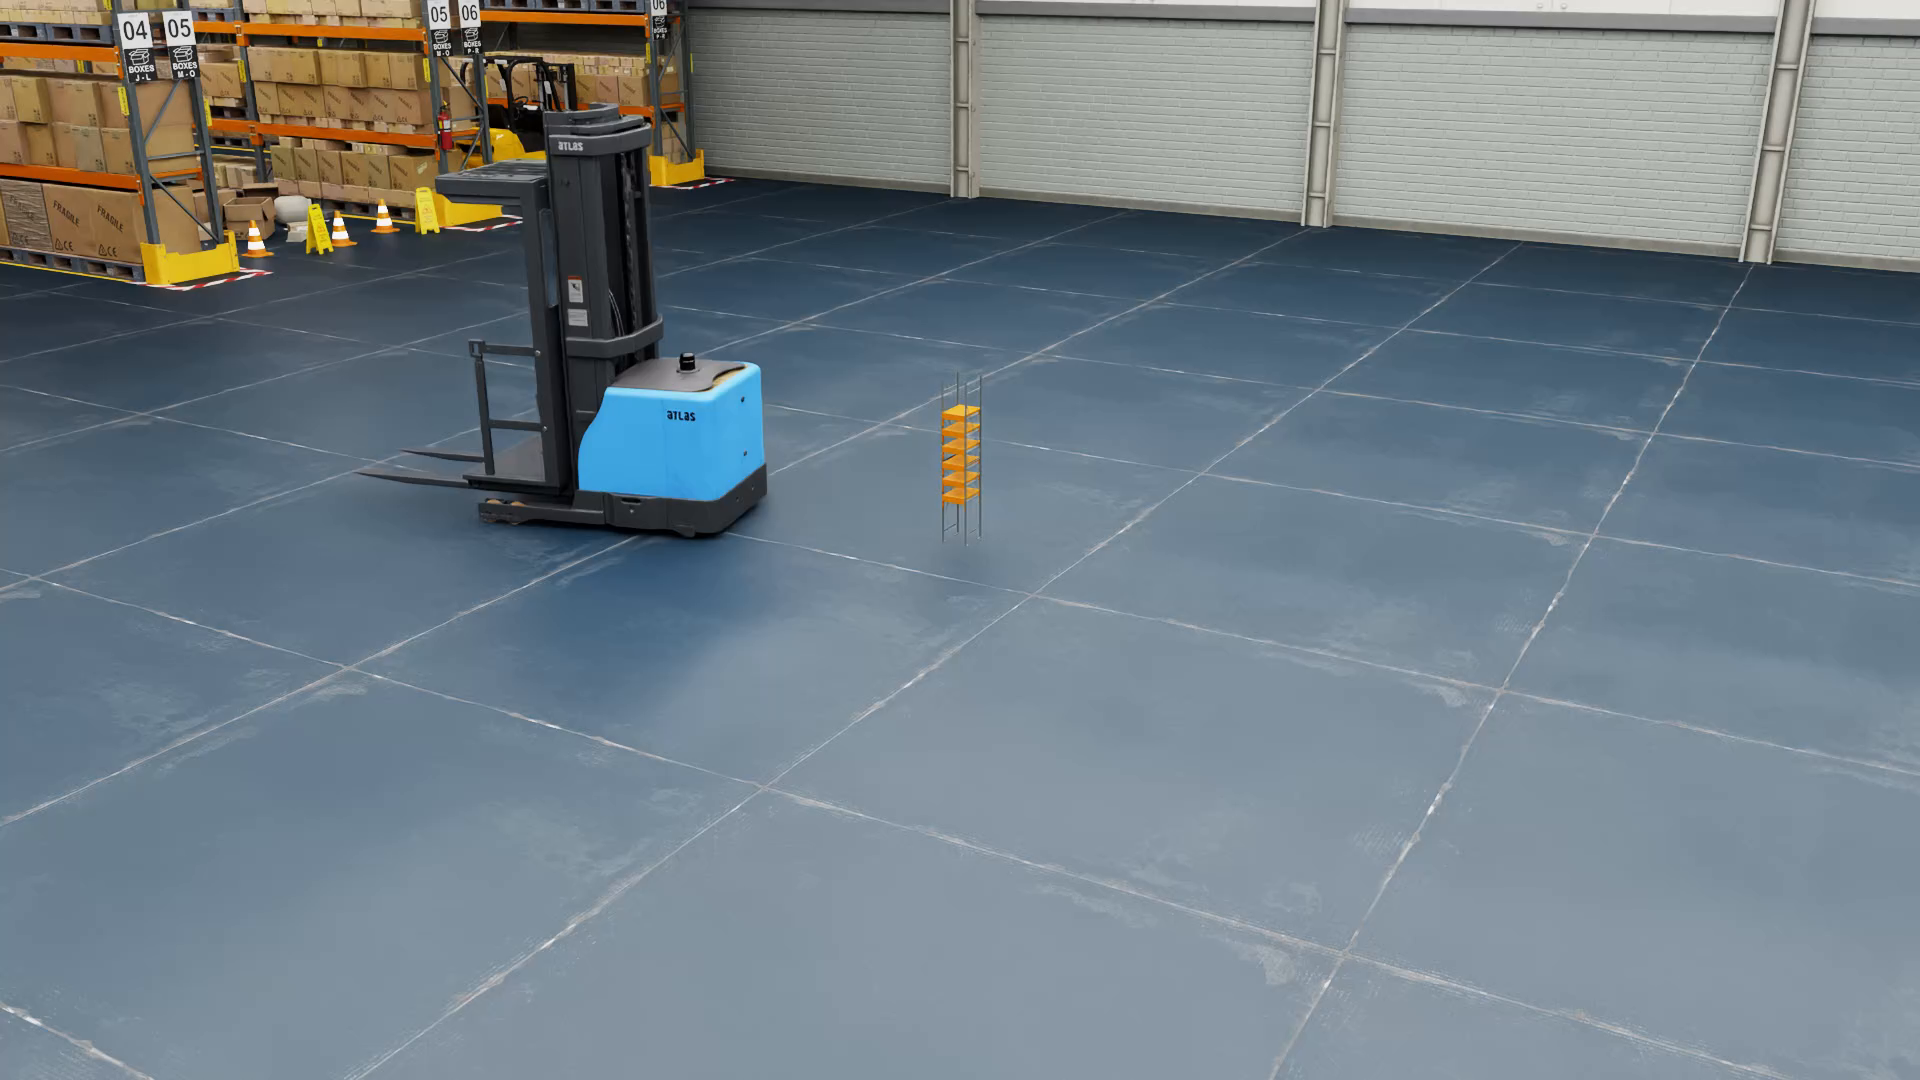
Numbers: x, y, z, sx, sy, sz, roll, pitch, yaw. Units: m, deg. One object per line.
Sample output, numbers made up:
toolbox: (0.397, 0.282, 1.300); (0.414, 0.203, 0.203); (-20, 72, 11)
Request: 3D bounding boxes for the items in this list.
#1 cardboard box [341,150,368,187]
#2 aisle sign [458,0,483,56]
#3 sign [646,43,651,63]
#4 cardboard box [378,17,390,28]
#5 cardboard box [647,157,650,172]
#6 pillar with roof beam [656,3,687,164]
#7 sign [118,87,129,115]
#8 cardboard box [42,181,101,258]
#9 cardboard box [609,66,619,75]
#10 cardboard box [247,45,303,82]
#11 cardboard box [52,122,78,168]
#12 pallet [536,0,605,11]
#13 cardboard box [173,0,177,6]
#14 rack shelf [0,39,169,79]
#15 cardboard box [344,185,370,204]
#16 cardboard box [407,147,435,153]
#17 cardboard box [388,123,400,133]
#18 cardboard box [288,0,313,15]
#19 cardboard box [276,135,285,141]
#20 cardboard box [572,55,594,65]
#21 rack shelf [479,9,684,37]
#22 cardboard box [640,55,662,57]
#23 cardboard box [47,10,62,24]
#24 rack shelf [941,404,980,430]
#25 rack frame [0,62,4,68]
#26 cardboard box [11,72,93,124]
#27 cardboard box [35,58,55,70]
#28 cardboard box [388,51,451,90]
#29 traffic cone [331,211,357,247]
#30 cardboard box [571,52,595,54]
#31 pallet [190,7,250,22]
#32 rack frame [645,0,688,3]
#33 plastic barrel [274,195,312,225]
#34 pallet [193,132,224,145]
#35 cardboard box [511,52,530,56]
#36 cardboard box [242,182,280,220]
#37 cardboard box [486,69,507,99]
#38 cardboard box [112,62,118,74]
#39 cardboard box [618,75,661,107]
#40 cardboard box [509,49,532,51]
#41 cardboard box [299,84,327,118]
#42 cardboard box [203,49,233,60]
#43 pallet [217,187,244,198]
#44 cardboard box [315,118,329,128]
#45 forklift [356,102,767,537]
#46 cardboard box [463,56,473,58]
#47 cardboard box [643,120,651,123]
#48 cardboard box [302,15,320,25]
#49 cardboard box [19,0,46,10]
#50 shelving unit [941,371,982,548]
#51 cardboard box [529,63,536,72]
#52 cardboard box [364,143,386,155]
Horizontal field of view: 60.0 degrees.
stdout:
cardboard box: (-9.122, -5.728, 25.574); (0.500, 0.500, 0.500); (10, 22, 26)
aisle sign: (-7.195, -7.547, 24.460); (0.004, 0.787, 0.394); (11, 23, 27)
sign: (-5.260, -8.218, 28.076); (0.005, 0.325, 0.100); (11, 23, 27)
cardboard box: (-8.297, -7.597, 24.380); (0.250, 0.149, 0.380); (12, 23, 29)
cardboard box: (-5.548, -6.611, 29.106); (0.500, 0.250, 0.500); (11, 23, 28)
pillar with roof beam: (-7.251, -9.644, 25.256); (0.400, 9.000, 9.100); (11, 23, 27)
sign: (-10.003, -5.249, 19.892); (0.005, 0.325, 0.100); (11, 23, 27)
cardboard box: (-11.120, -4.190, 21.518); (0.875, 0.875, 0.875); (10, 22, 26)
cardboard box: (-5.857, -8.143, 28.816); (0.250, 0.149, 0.380); (11, 23, 28)
cardboard box: (-10.614, -7.428, 25.894); (0.500, 0.500, 0.700); (11, 22, 27)
cardboard box: (-10.991, -5.087, 21.270); (0.550, 0.550, 0.875); (11, 23, 27)
pallet: (-6.657, -9.418, 29.160); (1.213, 0.211, 1.003); (11, 23, 27)
cardboard box: (-12.357, -8.670, 26.574); (0.500, 0.250, 0.500); (11, 23, 28)
rack shelf: (-11.473, -6.157, 21.097); (4.000, 0.370, 1.077); (11, 23, 27)
cardboard box: (-9.146, -5.376, 25.704); (0.500, 0.250, 0.500); (10, 22, 25)
cardboard box: (-8.450, -5.807, 25.790); (0.500, 0.500, 0.500); (10, 22, 25)
cardboard box: (-8.320, -6.182, 24.877); (0.250, 0.149, 0.380); (10, 22, 26)
cardboard box: (-9.756, -8.063, 25.079); (0.500, 0.250, 0.500); (11, 23, 28)
cardboard box: (-13.331, -8.253, 33.269); (0.500, 0.500, 0.500); (12, 23, 30)
cardboard box: (-6.562, -8.393, 29.069); (0.250, 0.149, 0.380); (11, 23, 28)
rack shelf: (-6.729, -9.126, 29.281); (4.000, 0.370, 1.077); (11, 23, 27)
cardboard box: (-5.374, -8.396, 29.077); (0.250, 0.149, 0.380); (12, 23, 29)
cardboard box: (-10.847, -6.371, 20.236); (0.250, 0.149, 0.380); (11, 23, 28)
rack shelf: (0.013, -0.858, 11.546); (0.180, 0.103, 0.258); (11, 23, 27)
rack frame: (-13.219, -5.418, 22.403); (0.127, 3.000, 1.000); (11, 23, 27)
cardboard box: (-11.506, -5.651, 21.242); (0.500, 0.550, 0.875); (11, 23, 27)
cardboard box: (-15.416, -8.182, 28.409); (0.500, 0.500, 0.500); (11, 23, 28)
cardboard box: (-7.953, -6.920, 24.494); (0.500, 0.500, 0.700); (10, 22, 26)
traffic cone: (-8.650, -4.351, 23.182); (0.334, 0.463, 0.336); (11, 23, 27)
cardboard box: (-6.741, -8.641, 29.755); (0.250, 0.149, 0.380); (12, 23, 29)
pallet: (-11.380, -8.365, 26.402); (1.003, 0.211, 1.213); (11, 23, 27)
rack frame: (-4.983, -10.542, 27.730); (0.127, 3.000, 1.000); (11, 23, 27)
plastic barrel: (-9.942, -4.925, 24.821); (0.512, 0.421, 0.421); (-7, 21, -20)
pallet: (-16.059, -8.521, 35.046); (1.213, 0.211, 1.003); (11, 23, 27)
cardboard box: (-7.842, -8.681, 29.864); (0.250, 0.149, 0.380); (10, 22, 26)
cardboard box: (-10.621, -5.151, 25.329); (0.500, 0.500, 0.500); (-7, 21, -20)
cardboard box: (-8.215, -8.282, 30.152); (0.500, 0.500, 0.500); (10, 22, 26)
cardboard box: (-13.646, -7.730, 27.577); (0.500, 0.500, 0.500); (12, 23, 30)
cardboard box: (-5.541, -7.772, 28.746); (0.500, 0.500, 0.500); (10, 22, 26)
cardboard box: (-8.049, -8.915, 30.510); (0.250, 0.149, 0.380); (11, 23, 27)
cardboard box: (-9.763, -6.775, 25.561); (0.500, 0.500, 0.500); (11, 22, 27)
cardboard box: (-12.129, -7.931, 27.181); (0.250, 0.149, 0.380); (12, 23, 30)
pallet: (-11.573, -5.727, 27.343); (1.213, 0.211, 1.003); (11, 23, 27)
cardboard box: (-9.662, -6.427, 25.552); (0.250, 0.149, 0.380); (11, 23, 28)
forklift: (-3.039, -1.657, 12.134); (3.031, 2.935, 1.130); (5, 21, 14)
cardboard box: (-9.104, -8.963, 31.078); (0.250, 0.149, 0.380); (11, 23, 27)
cardboard box: (-5.748, -7.315, 29.582); (0.500, 0.250, 0.500); (11, 23, 27)
cardboard box: (-9.658, -7.835, 25.036); (0.250, 0.149, 0.380); (10, 22, 26)
cardboard box: (-11.164, -6.642, 20.400); (0.500, 0.250, 0.500); (11, 22, 27)
shelving unit: (0.013, -0.562, 11.654); (0.189, 1.200, 0.258); (11, 23, 27)
cardboard box: (-7.450, -8.423, 29.588); (0.250, 0.149, 0.380); (11, 22, 27)
cardboard box: (-8.798, -5.945, 25.221); (0.250, 0.149, 0.380); (11, 23, 28)
